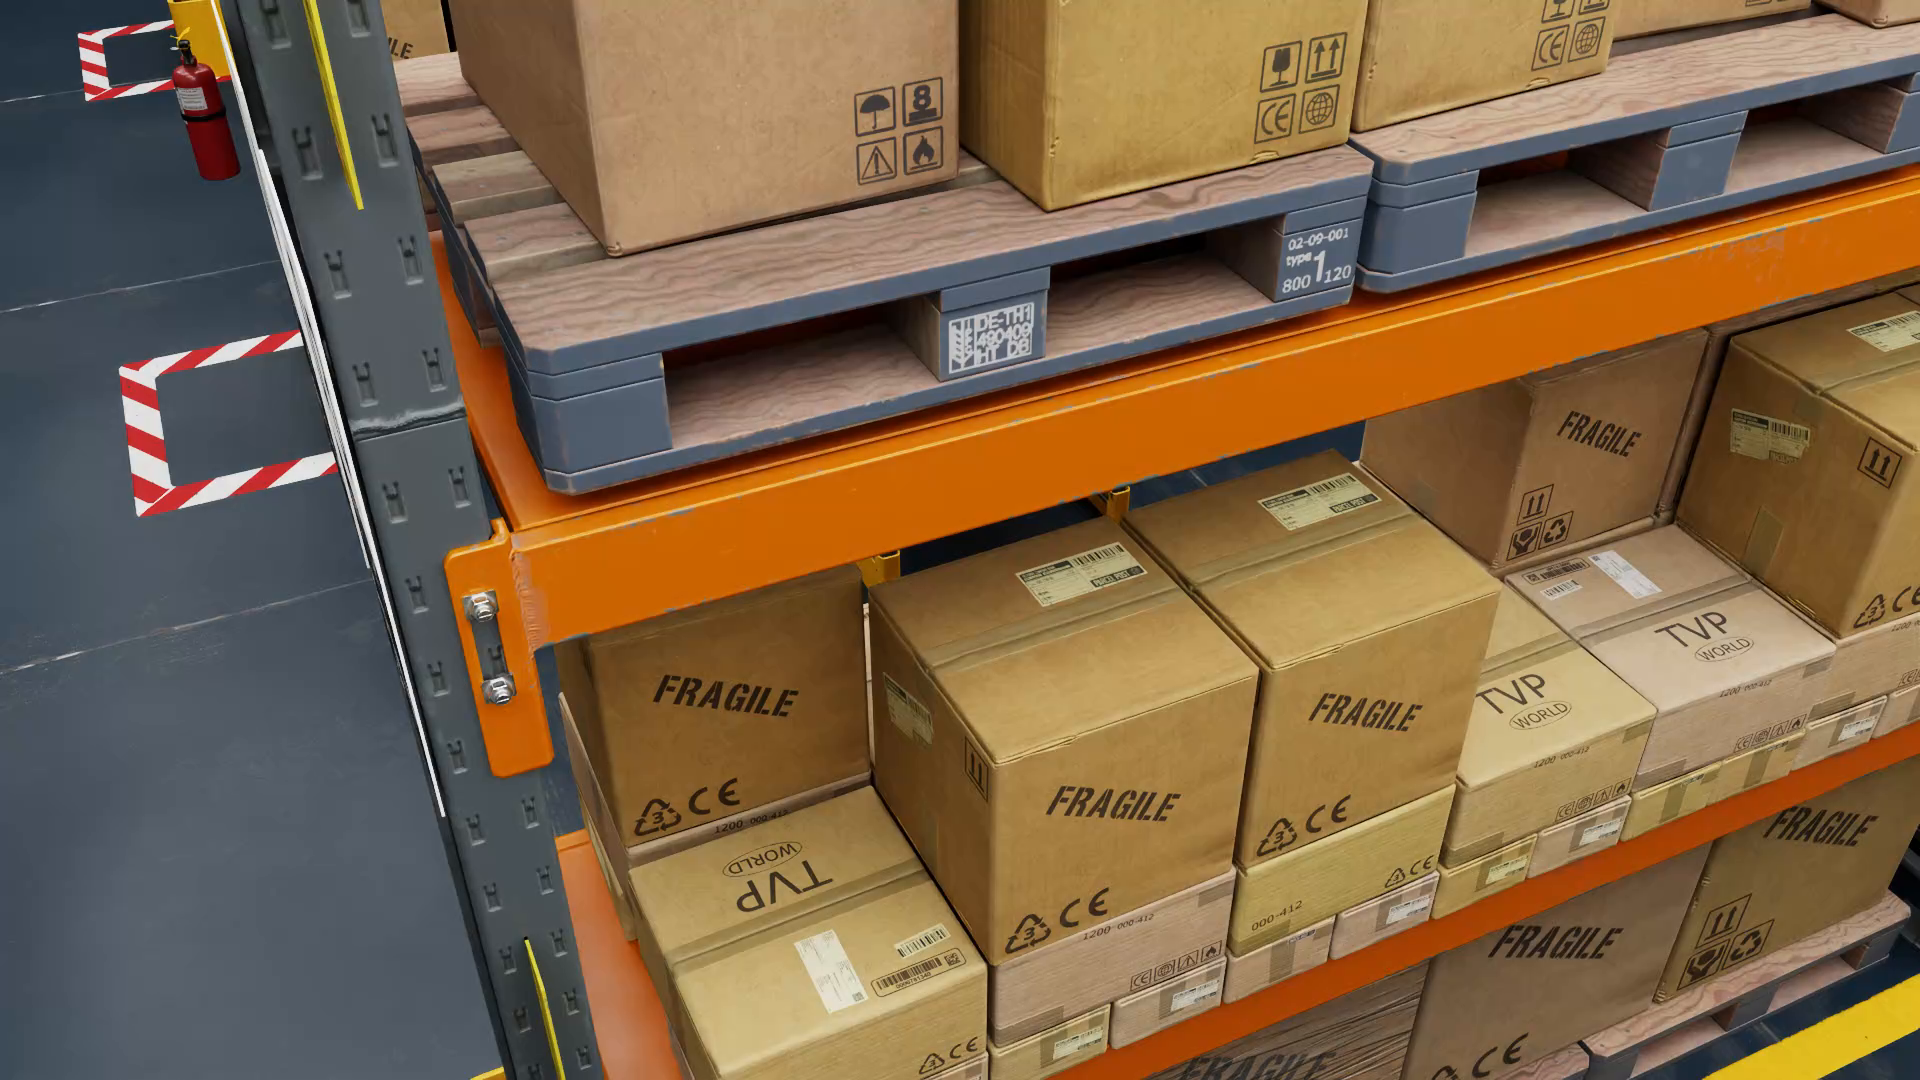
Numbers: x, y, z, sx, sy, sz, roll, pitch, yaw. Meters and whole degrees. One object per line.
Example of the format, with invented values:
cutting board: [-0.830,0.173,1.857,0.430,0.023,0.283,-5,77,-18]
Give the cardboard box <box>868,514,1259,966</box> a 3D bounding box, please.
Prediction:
cardboard box: [0.168,0.347,3.011,0.500,0.500,0.500,-17,40,-21]

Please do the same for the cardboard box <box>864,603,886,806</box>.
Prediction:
cardboard box: [-0.048,0.357,3.627,0.500,0.250,0.500,-16,40,-21]

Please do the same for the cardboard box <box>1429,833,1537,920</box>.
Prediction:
cardboard box: [1.020,0.609,3.622,0.250,0.149,0.380,-17,40,-21]

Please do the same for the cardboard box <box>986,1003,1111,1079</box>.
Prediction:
cardboard box: [0.091,0.868,3.272,0.250,0.149,0.380,-17,40,-21]

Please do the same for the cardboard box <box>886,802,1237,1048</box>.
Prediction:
cardboard box: [0.183,0.640,3.246,0.500,0.250,0.500,-16,39,-20]

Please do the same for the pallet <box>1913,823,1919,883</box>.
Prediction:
pallet: [3.454,0.681,5.654,1.213,0.211,1.003,-16,39,-20]

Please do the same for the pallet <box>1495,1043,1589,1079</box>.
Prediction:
pallet: [0.960,1.379,4.714,1.213,0.211,1.003,-16,39,-20]

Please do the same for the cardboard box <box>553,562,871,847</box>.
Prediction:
cardboard box: [-0.504,0.184,3.230,0.500,0.500,0.500,-15,39,-19]

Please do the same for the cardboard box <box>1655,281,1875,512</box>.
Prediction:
cardboard box: [1.796,-0.459,4.098,0.500,0.500,0.500,-16,39,-20]

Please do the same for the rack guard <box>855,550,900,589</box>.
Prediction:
rack guard: [-0.382,0.006,6.532,0.087,0.250,0.587,-16,39,-20]

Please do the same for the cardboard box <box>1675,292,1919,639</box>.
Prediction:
cardboard box: [2.030,-0.178,3.719,0.500,0.500,0.500,-15,39,-19]

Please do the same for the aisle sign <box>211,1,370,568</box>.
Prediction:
aisle sign: [-1.026,-0.378,2.559,0.004,0.787,0.394,-16,39,-20]

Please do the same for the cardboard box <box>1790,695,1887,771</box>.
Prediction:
cardboard box: [1.952,0.347,3.975,0.250,0.149,0.380,-15,39,-19]

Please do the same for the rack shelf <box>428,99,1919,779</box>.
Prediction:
rack shelf: [0.977,-0.612,3.143,4.000,0.370,1.077,-16,39,-20]

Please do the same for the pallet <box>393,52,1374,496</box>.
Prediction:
pallet: [-0.166,-0.553,2.534,1.213,0.211,1.003,-16,39,-20]

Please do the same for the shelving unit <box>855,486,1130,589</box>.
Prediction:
shelving unit: [0.069,-0.622,6.329,1.083,1.500,0.587,-16,39,-20]

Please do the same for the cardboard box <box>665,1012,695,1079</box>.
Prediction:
cardboard box: [-0.372,0.999,3.096,0.250,0.149,0.380,-15,39,-19]

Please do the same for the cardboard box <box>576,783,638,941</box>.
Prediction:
cardboard box: [-0.651,0.643,3.576,0.250,0.149,0.380,-15,39,-19]

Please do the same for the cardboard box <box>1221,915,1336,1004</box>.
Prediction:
cardboard box: [0.557,0.738,3.448,0.250,0.149,0.380,-16,40,-21]

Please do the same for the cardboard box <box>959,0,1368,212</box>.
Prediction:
cardboard box: [0.175,-0.882,2.383,0.500,0.500,0.700,-17,40,-22]

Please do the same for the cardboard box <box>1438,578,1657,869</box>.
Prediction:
cardboard box: [1.110,0.379,3.597,0.500,0.250,0.500,-16,40,-21]

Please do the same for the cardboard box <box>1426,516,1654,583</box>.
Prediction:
cardboard box: [1.332,-0.027,4.144,0.500,0.250,0.500,-15,39,-19]

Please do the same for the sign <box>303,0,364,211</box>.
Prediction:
sign: [-0.603,-0.477,1.557,0.005,0.325,0.100,-16,39,-20]

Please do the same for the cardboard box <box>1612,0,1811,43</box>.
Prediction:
cardboard box: [1.082,-1.236,2.861,0.500,0.500,0.700,-14,39,-18]

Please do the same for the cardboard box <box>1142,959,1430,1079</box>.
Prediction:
cardboard box: [0.536,1.059,4.235,0.875,0.875,0.875,-16,39,-20]

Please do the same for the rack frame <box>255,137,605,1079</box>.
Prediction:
rack frame: [-0.834,0.810,3.140,0.127,3.000,1.000,-16,39,-20]

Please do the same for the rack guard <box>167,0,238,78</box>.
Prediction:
rack guard: [-5.066,-3.524,11.082,0.348,0.500,1.175,-16,39,-20]

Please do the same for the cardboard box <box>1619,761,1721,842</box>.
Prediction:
cardboard box: [1.487,0.478,3.799,0.250,0.149,0.380,-16,40,-21]

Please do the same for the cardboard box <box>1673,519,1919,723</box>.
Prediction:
cardboard box: [2.032,0.124,3.941,0.500,0.250,0.500,-14,39,-19]

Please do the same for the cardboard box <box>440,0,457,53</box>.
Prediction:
cardboard box: [-1.852,-2.164,6.816,0.500,0.500,0.500,-16,39,-20]

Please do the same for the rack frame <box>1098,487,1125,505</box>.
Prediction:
rack frame: [0.537,-0.753,6.506,0.032,1.500,0.500,-16,39,-20]

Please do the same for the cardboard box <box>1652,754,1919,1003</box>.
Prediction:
cardboard box: [2.156,0.606,4.846,0.875,0.875,0.875,-16,39,-20]
